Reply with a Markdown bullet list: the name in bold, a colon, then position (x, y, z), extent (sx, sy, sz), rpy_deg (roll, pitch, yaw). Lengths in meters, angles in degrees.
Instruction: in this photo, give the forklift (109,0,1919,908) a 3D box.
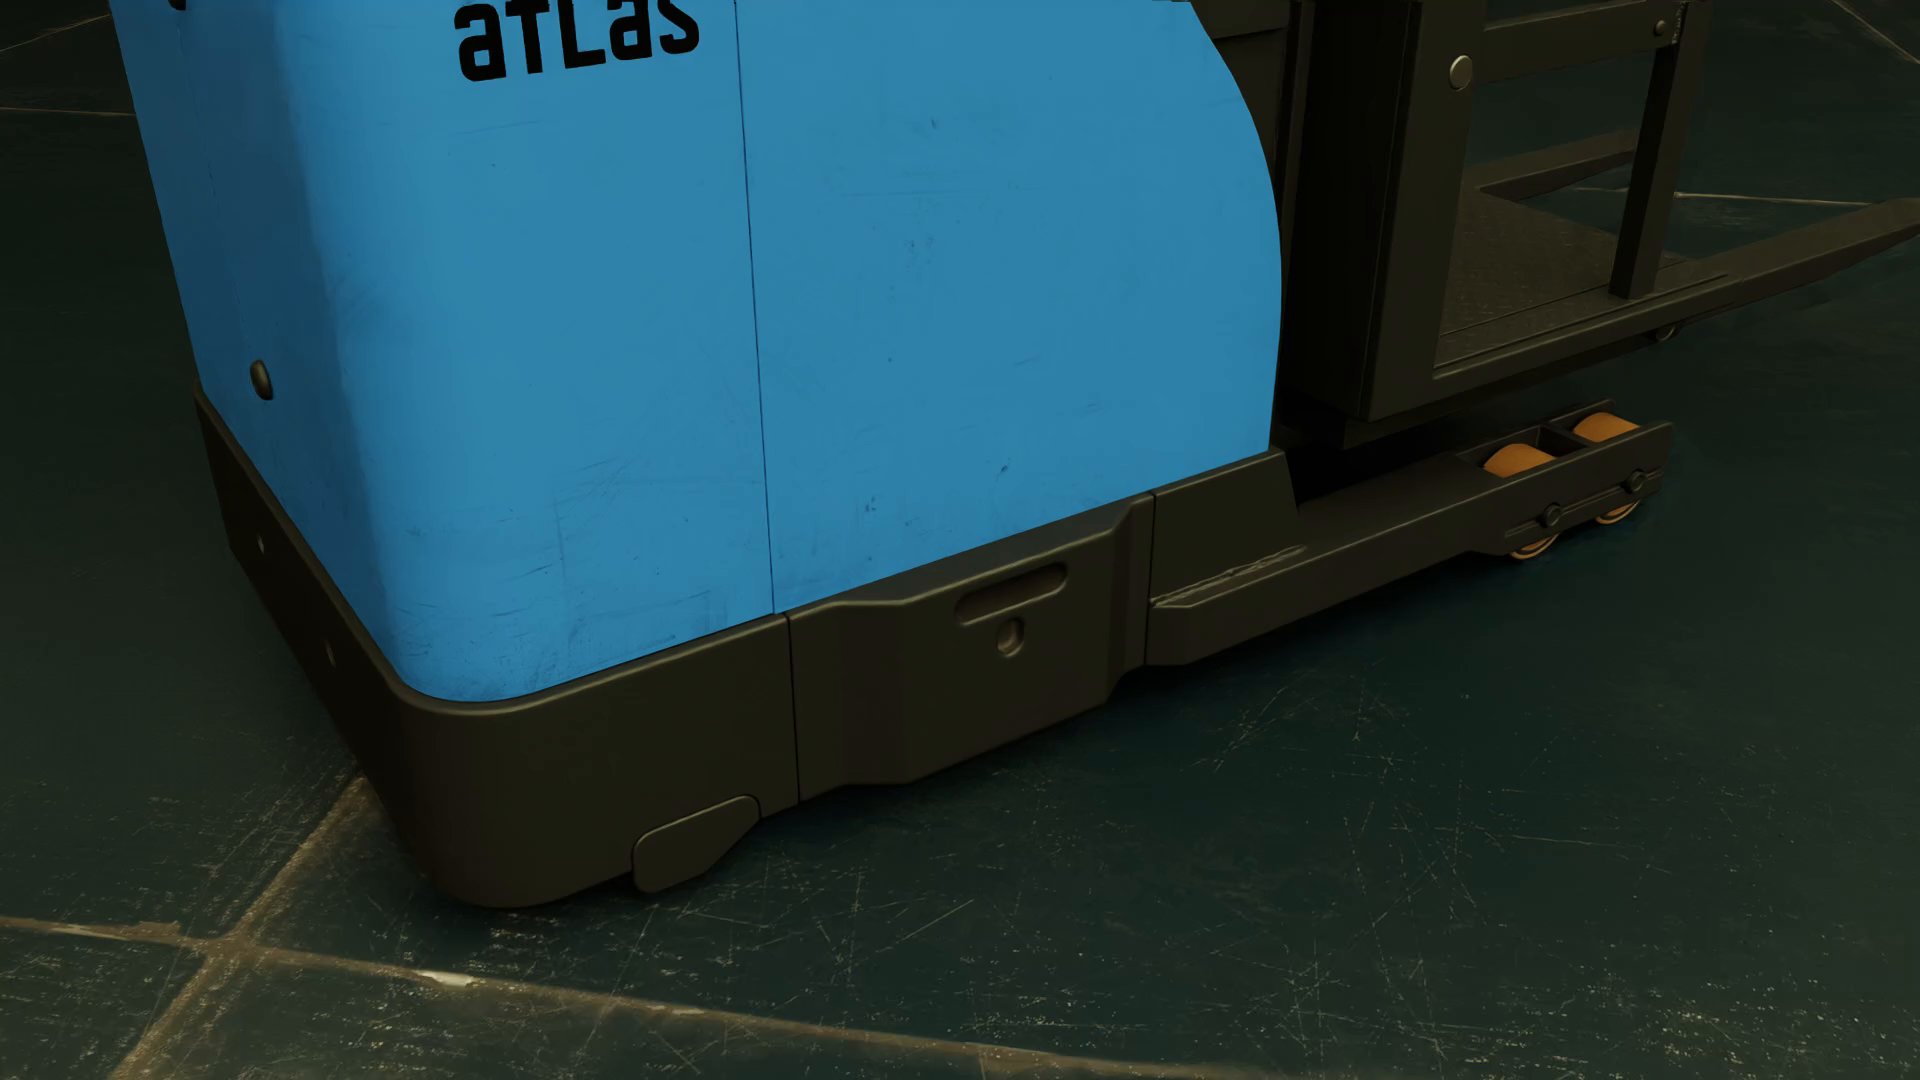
- **forklift**: position (0.470, -1.448, 2.089), extent (3.031, 2.935, 1.130), rpy_deg (-18, 34, -29)
